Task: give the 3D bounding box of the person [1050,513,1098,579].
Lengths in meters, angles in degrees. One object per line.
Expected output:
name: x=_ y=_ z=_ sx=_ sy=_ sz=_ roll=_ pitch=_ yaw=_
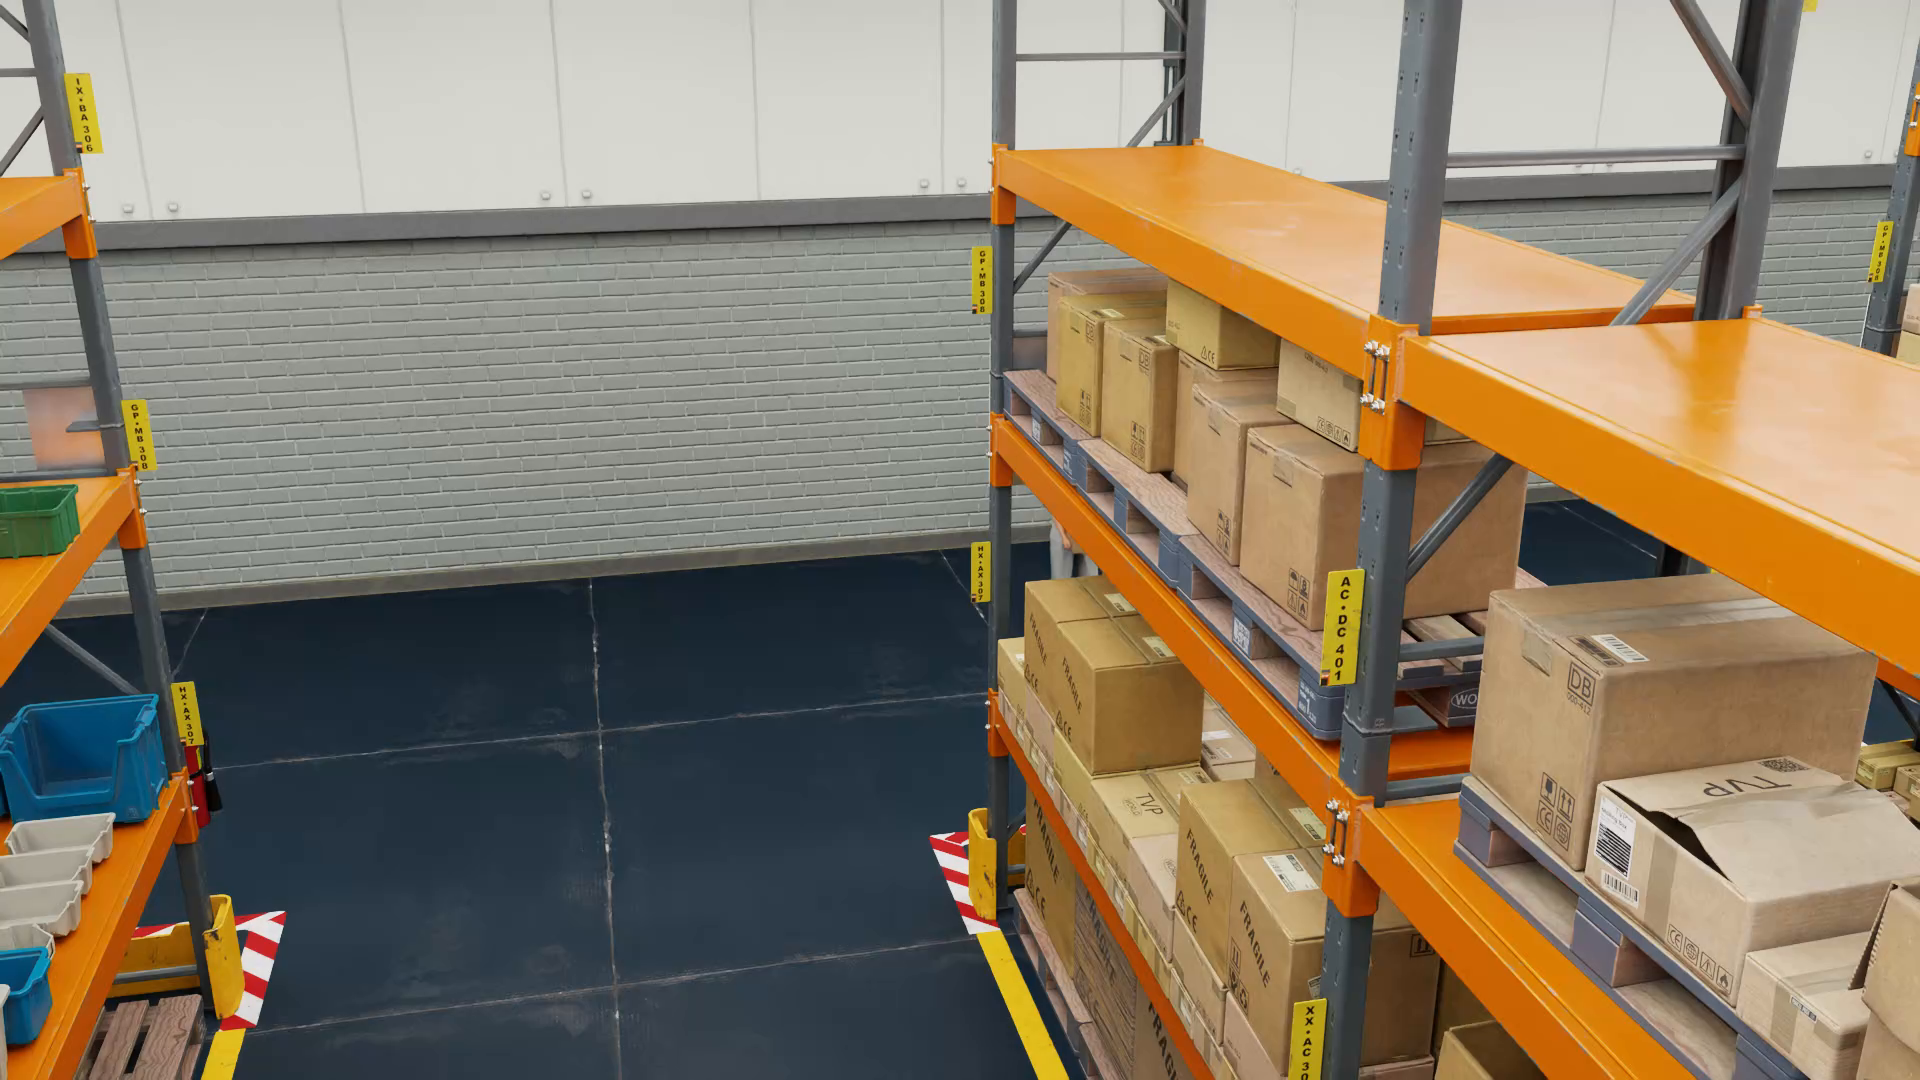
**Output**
person: x=0.867 y=0.028 z=12.292 sx=0.434 sy=1.667 sz=0.548 roll=-4 pitch=20 yaw=-12
